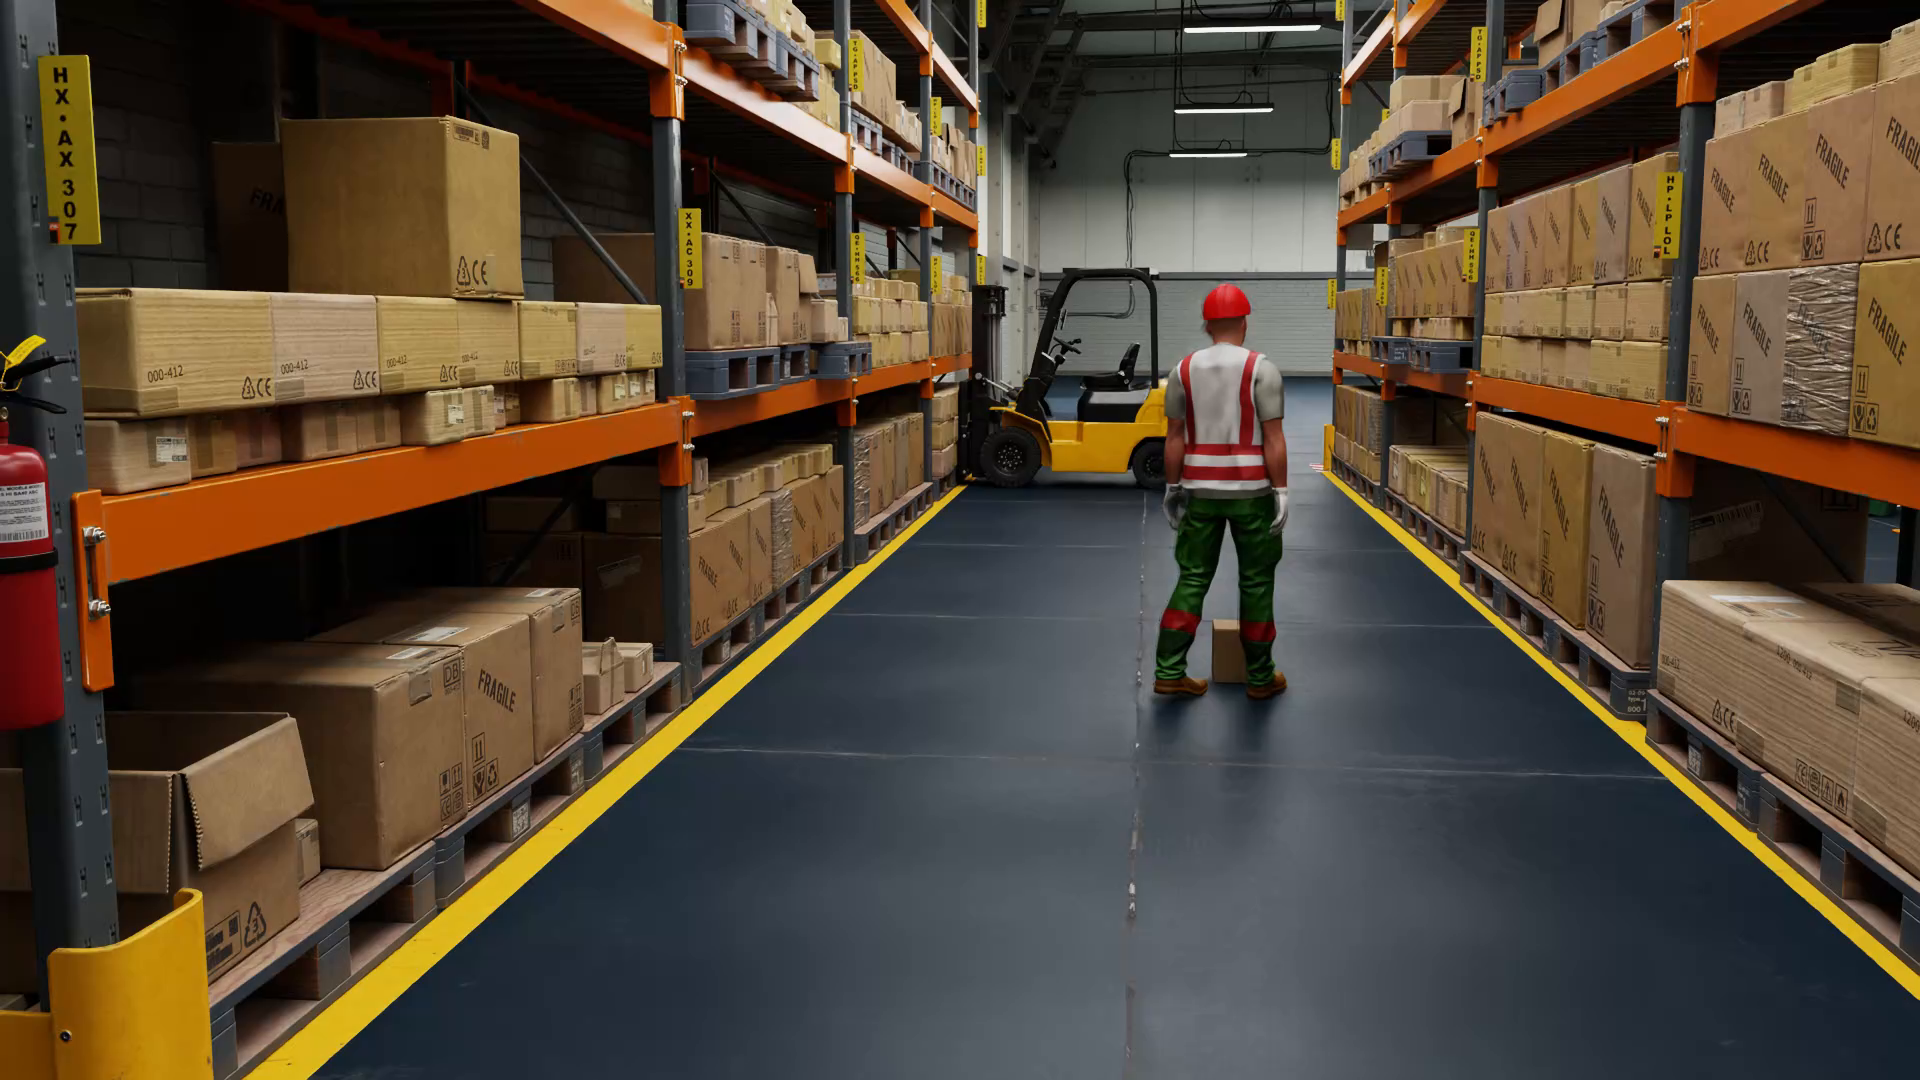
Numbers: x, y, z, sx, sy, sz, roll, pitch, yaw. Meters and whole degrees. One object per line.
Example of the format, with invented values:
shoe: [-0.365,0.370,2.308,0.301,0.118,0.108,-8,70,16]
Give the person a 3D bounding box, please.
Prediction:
person: [1.175,-0.203,7.200,0.566,1.793,0.555,4,9,28]
